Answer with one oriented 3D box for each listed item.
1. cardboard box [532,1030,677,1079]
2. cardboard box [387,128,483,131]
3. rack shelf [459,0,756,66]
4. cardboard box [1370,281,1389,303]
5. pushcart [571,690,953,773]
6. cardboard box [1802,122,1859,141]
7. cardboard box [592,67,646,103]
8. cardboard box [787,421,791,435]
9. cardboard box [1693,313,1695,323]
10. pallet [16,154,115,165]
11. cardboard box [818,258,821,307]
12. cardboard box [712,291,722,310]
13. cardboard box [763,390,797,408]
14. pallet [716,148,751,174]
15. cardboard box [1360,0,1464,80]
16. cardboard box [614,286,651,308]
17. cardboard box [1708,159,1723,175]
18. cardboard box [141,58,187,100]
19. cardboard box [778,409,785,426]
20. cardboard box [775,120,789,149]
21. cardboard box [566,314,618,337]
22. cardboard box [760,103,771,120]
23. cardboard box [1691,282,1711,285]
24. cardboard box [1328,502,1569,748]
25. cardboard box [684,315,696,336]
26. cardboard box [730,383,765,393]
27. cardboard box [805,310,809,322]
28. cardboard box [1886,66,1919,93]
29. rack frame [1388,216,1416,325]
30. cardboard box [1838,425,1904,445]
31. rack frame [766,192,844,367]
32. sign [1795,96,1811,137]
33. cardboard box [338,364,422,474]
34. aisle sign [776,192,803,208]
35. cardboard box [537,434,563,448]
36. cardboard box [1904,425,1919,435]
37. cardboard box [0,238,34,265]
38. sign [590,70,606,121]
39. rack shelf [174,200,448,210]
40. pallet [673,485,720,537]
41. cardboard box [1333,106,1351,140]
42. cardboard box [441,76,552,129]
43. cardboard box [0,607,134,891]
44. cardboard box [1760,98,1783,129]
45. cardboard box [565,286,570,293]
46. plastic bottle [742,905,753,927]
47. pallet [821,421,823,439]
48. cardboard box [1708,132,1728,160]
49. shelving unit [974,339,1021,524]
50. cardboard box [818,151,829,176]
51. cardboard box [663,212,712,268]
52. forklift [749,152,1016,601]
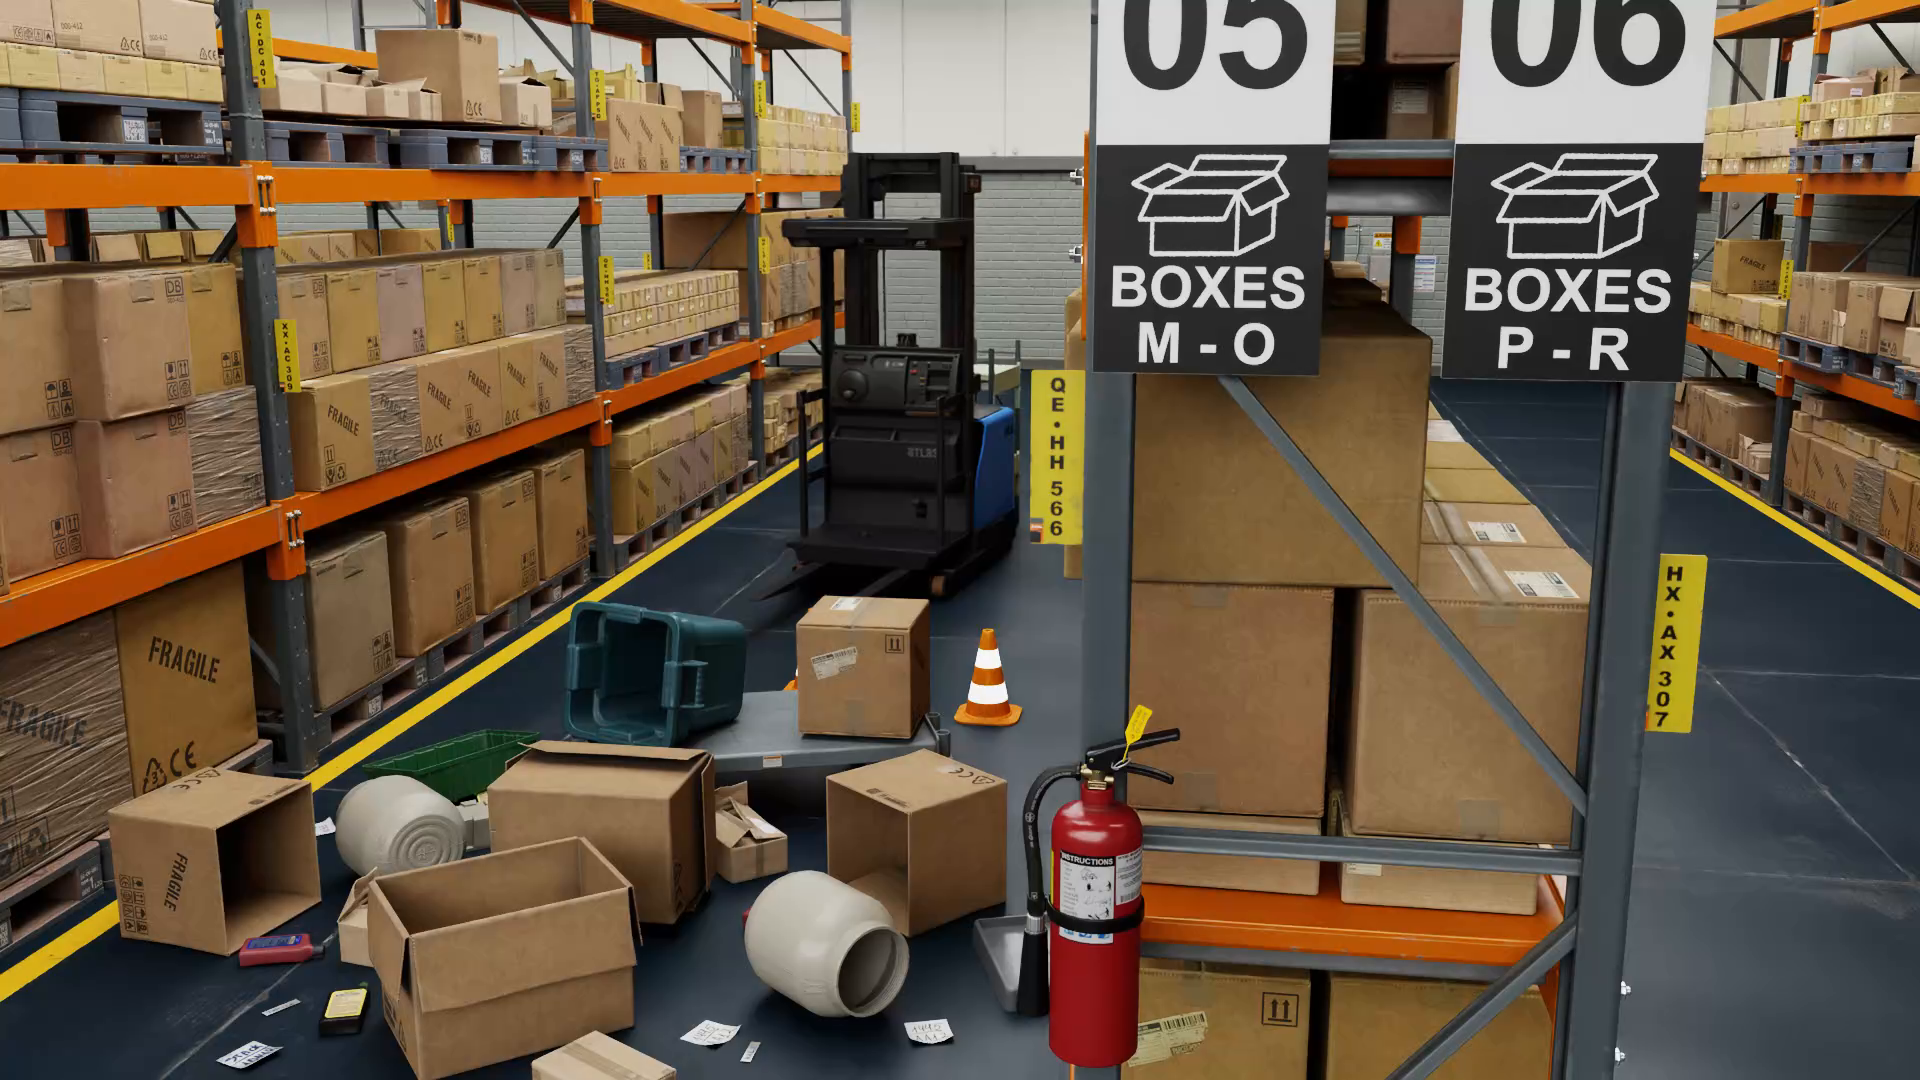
[{"bbox_3d":[-1.068,1.646,5.002,0.380,0.149,0.250,10,15,38],"label":"cardboard box"},{"bbox_3d":[-3.279,-2.747,10.479,0.500,0.311,0.500,2,12,9],"label":"cardboard box"},{"bbox_3d":[-2.643,-4.016,12.924,1.077,0.370,4.000,2,12,9],"label":"rack shelf"},{"bbox_3d":[1.763,-1.045,7.243,0.380,0.149,0.250,2,12,8],"label":"cardboard box"},{"bbox_3d":[-0.919,0.976,7.567,1.648,0.377,0.936,-2,12,-11],"label":"pushcart"},{"bbox_3d":[7.038,-3.296,13.408,0.380,0.149,0.250,2,12,10],"label":"cardboard box"},{"bbox_3d":[-2.536,-3.340,12.199,0.396,0.266,0.258,2,12,9],"label":"cardboard box"},{"bbox_3d":[-1.937,-1.144,16.953,0.380,0.149,0.250,1,12,6],"label":"cardboard box"},{"bbox_3d":[7.771,-2.287,17.083,0.380,0.149,0.250,2,12,8],"label":"cardboard box"},{"bbox_3d":[-7.620,-3.138,13.764,1.003,0.211,1.213,2,12,11],"label":"pallet"},{"bbox_3d":[-1.687,-2.759,17.731,0.500,0.500,0.500,2,12,9],"label":"cardboard box"},{"bbox_3d":[-2.281,-2.079,14.413,0.380,0.149,0.250,2,12,11],"label":"cardboard box"},{"bbox_3d":[-1.849,-1.429,16.863,0.380,0.149,0.250,2,12,10],"label":"cardboard box"},{"bbox_3d":[-2.535,-3.296,14.494,1.213,0.211,1.003,2,12,9],"label":"pallet"},{"bbox_3d":[1.067,-1.044,3.247,0.500,0.250,0.500,2,12,8],"label":"cardboard box"},{"bbox_3d":[-2.566,-1.839,12.595,0.380,0.149,0.250,1,12,6],"label":"cardboard box"},{"bbox_3d":[7.569,-3.653,16.301,0.380,0.149,0.250,2,12,8],"label":"cardboard box"},{"bbox_3d":[-3.344,-1.840,6.655,0.380,0.149,0.250,2,12,10],"label":"cardboard box"},{"bbox_3d":[-1.967,-1.232,16.656,0.380,0.149,0.250,1,12,6],"label":"cardboard box"},{"bbox_3d":[-1.942,-3.880,15.927,0.500,0.250,0.500,2,12,8],"label":"cardboard box"},{"bbox_3d":[-2.678,-1.536,11.894,0.380,0.149,0.250,2,12,11],"label":"cardboard box"},{"bbox_3d":[-1.976,-3.987,15.478,0.380,0.149,0.250,1,12,6],"label":"cardboard box"},{"bbox_3d":[7.756,-2.566,17.431,0.500,0.250,0.500,2,12,9],"label":"cardboard box"},{"bbox_3d":[1.150,0.199,4.007,0.500,0.500,0.500,2,12,10],"label":"cardboard box"},{"bbox_3d":[-2.398,-1.769,13.680,0.380,0.149,0.250,2,12,11],"label":"cardboard box"},{"bbox_3d":[-2.263,-1.554,17.441,0.380,0.149,0.250,2,12,9],"label":"cardboard box"},{"bbox_3d":[-1.800,-2.358,17.413,0.380,0.149,0.250,2,12,10],"label":"cardboard box"},{"bbox_3d":[7.490,-3.571,12.995,0.396,0.266,0.258,2,12,9],"label":"cardboard box"},{"bbox_3d":[1.341,-0.242,6.996,1.000,3.000,0.127,2,12,9],"label":"rack frame"},{"bbox_3d":[7.136,-0.810,13.030,0.380,0.149,0.250,2,12,8],"label":"cardboard box"},{"bbox_3d":[-1.720,-2.879,19.234,1.000,3.000,0.127,2,12,9],"label":"rack frame"},{"bbox_3d":[6.940,-3.482,13.685,0.100,0.325,0.005,2,12,9],"label":"sign"},{"bbox_3d":[-3.142,-0.636,8.588,0.500,0.500,0.500,2,12,9],"label":"cardboard box"},{"bbox_3d":[-2.005,-4.175,19.076,0.394,0.787,0.004,2,12,9],"label":"aisle sign"},{"bbox_3d":[-3.104,-0.715,12.347,0.500,0.250,0.500,2,12,7],"label":"cardboard box"},{"bbox_3d":[7.628,-0.802,12.991,0.380,0.149,0.250,1,12,6],"label":"cardboard box"},{"bbox_3d":[-7.707,-2.087,12.937,0.797,0.503,0.637,2,12,11],"label":"cardboard box"},{"bbox_3d":[-2.403,-2.952,11.036,0.100,0.325,0.005,2,12,9],"label":"sign"},{"bbox_3d":[-6.913,-3.759,17.905,1.077,0.370,4.000,2,12,9],"label":"rack shelf"},{"bbox_3d":[-2.639,-0.267,13.730,1.003,0.211,1.213,2,12,9],"label":"pallet"},{"bbox_3d":[1.262,-1.191,4.877,0.380,0.149,0.250,2,12,8],"label":"cardboard box"},{"bbox_3d":[-2.814,-2.664,10.090,0.500,0.311,0.500,2,12,9],"label":"cardboard box"},{"bbox_3d":[-3.866,0.768,6.354,0.875,0.875,0.875,2,12,9],"label":"cardboard box"},{"bbox_3d":[7.386,-3.749,14.612,0.500,0.250,0.500,2,12,8],"label":"cardboard box"},{"bbox_3d":[-3.209,-1.867,12.722,0.380,0.149,0.250,2,12,10],"label":"cardboard box"},{"bbox_3d":[-0.710,1.402,6.341,0.133,0.061,0.283,4,13,18],"label":"plastic bottle"},{"bbox_3d":[-1.891,-1.332,18.675,1.003,0.211,1.213,2,12,9],"label":"pallet"},{"bbox_3d":[7.605,-3.822,16.139,0.500,0.250,0.500,2,12,7],"label":"cardboard box"},{"bbox_3d":[0.177,-0.804,13.164,0.431,1.500,0.755,4,13,18],"label":"shelving unit"},{"bbox_3d":[-1.689,-3.960,17.484,0.500,0.250,0.500,2,12,11],"label":"cardboard box"},{"bbox_3d":[-2.530,-2.836,15.718,0.500,0.500,0.500,1,12,7],"label":"cardboard box"},{"bbox_3d":[-0.516,-1.130,11.277,1.130,2.935,3.031,4,13,18],"label":"forklift"}]
